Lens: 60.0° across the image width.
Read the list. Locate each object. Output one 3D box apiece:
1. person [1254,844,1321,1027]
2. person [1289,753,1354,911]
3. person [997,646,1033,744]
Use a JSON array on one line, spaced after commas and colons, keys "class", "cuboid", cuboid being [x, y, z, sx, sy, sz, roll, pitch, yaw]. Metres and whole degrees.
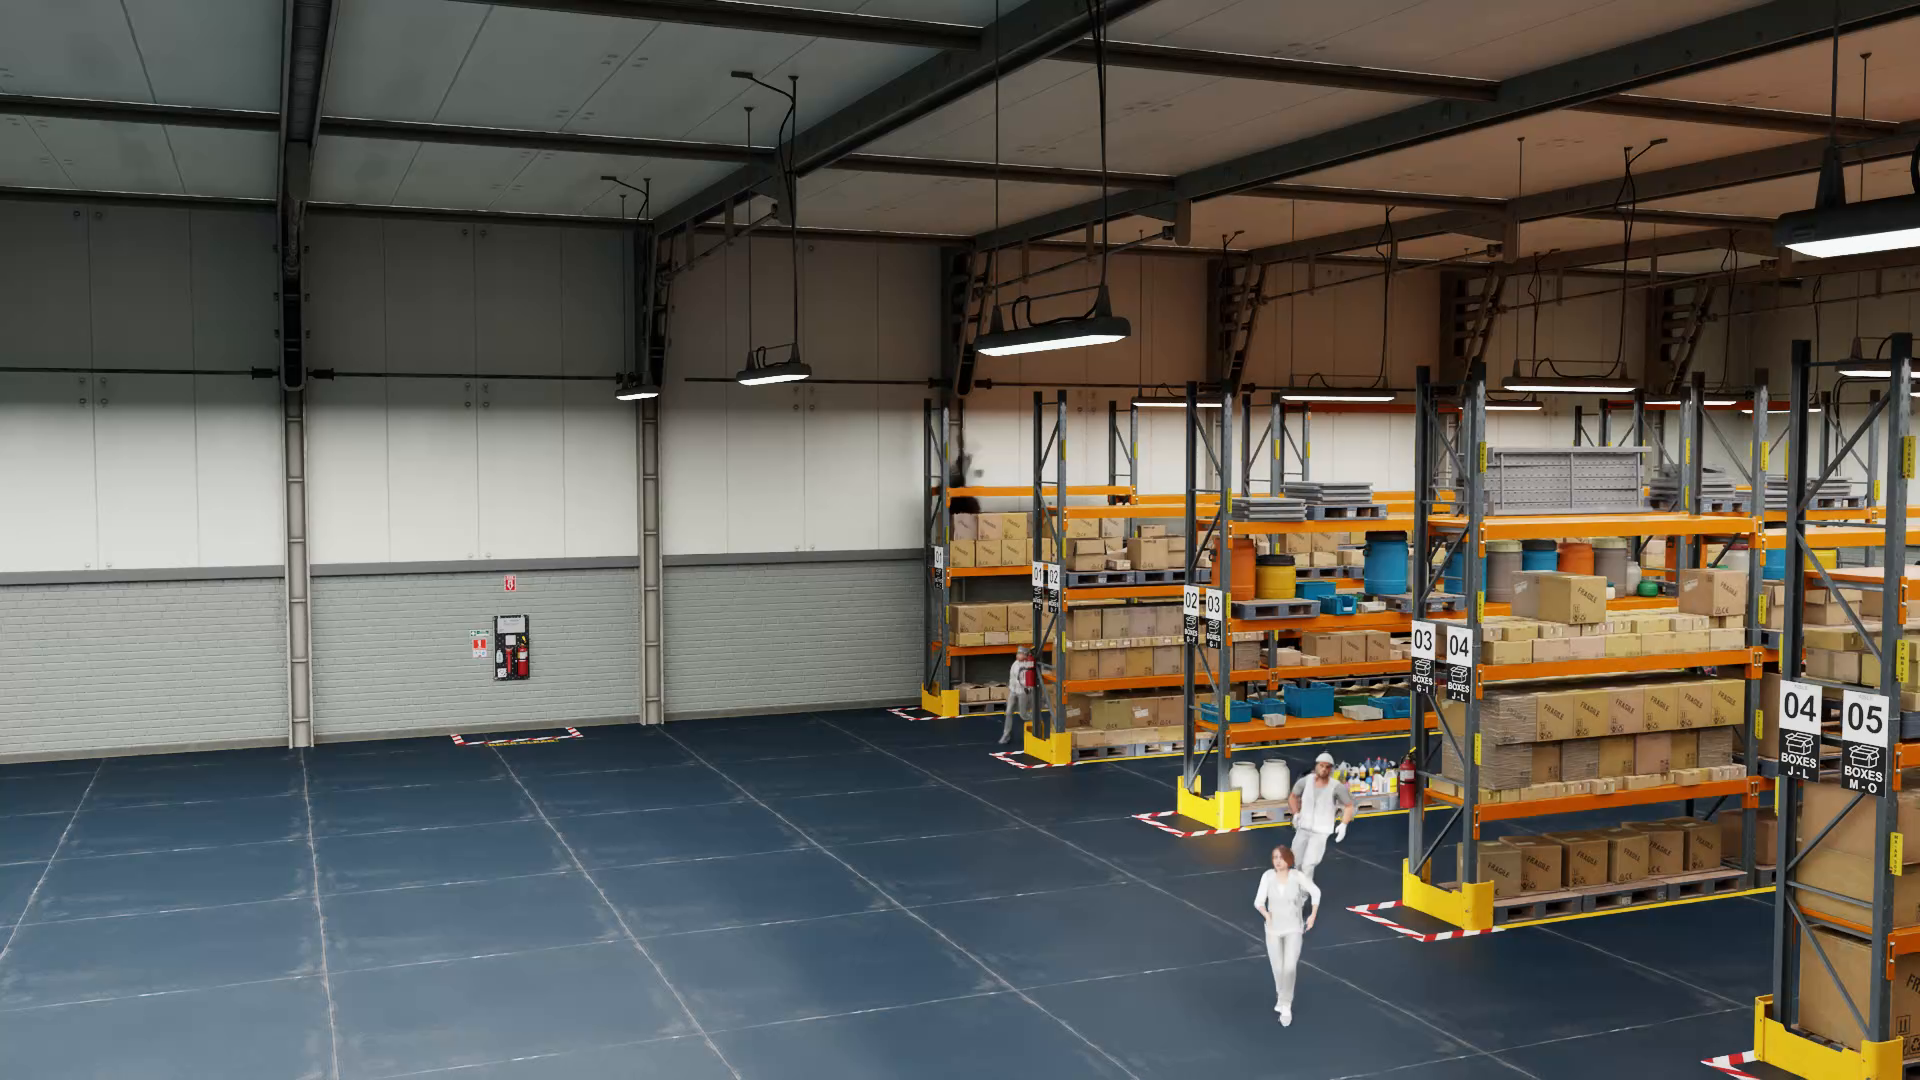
[{"class": "person", "cuboid": [2.897, 3.508, 14.813, 0.548, 1.585, 0.661, 1, 4, 23]}, {"class": "person", "cuboid": [3.965, 3.205, 18.348, 0.722, 1.751, 0.805, 2, 4, 27]}, {"class": "person", "cuboid": [1.076, 2.660, 28.598, 0.812, 1.716, 0.621, -3, 5, -42]}]
